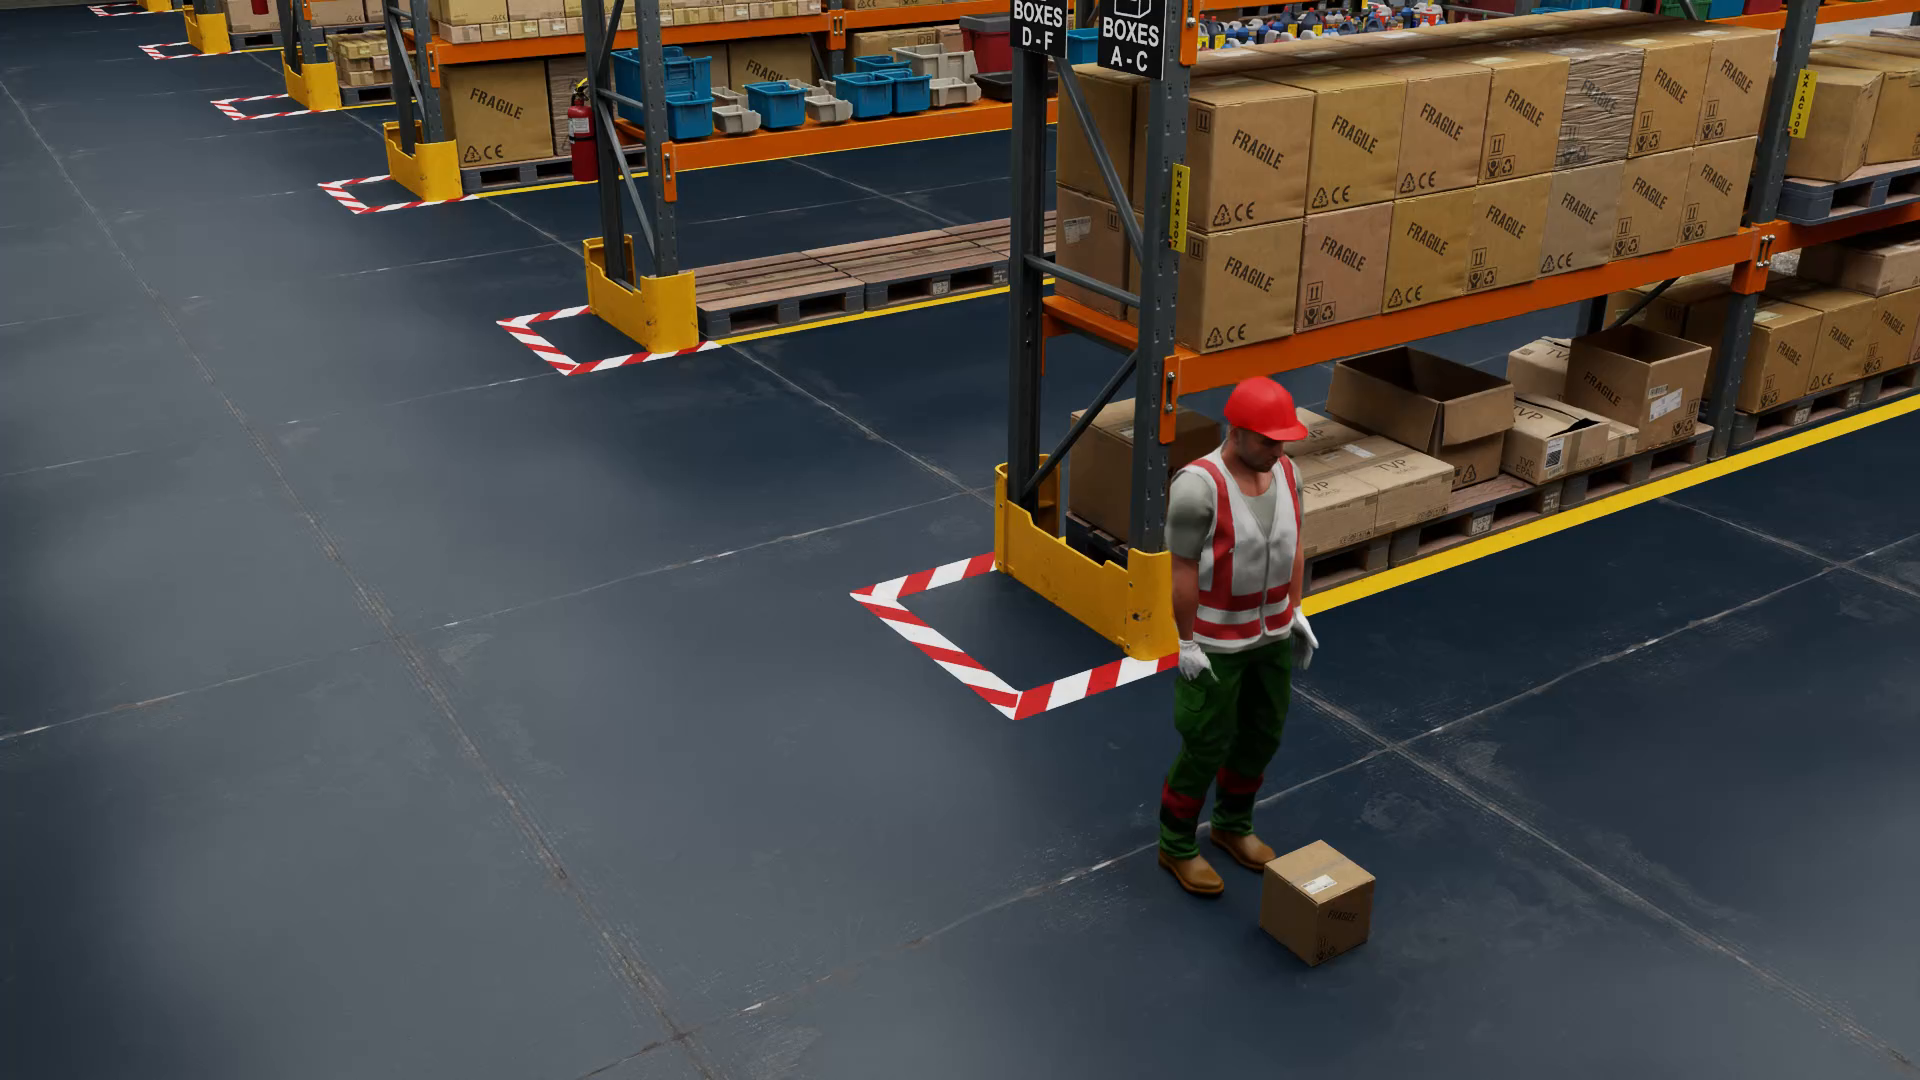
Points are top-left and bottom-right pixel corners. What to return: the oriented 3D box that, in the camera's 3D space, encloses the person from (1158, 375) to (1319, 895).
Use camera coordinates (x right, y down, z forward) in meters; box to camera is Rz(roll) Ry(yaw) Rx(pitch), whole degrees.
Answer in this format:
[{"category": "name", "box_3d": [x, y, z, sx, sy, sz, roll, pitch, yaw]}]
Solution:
[{"category": "person", "box_3d": [0.906, 0.310, 5.422, 0.528, 1.776, 0.358, -15, 29, -29]}]
